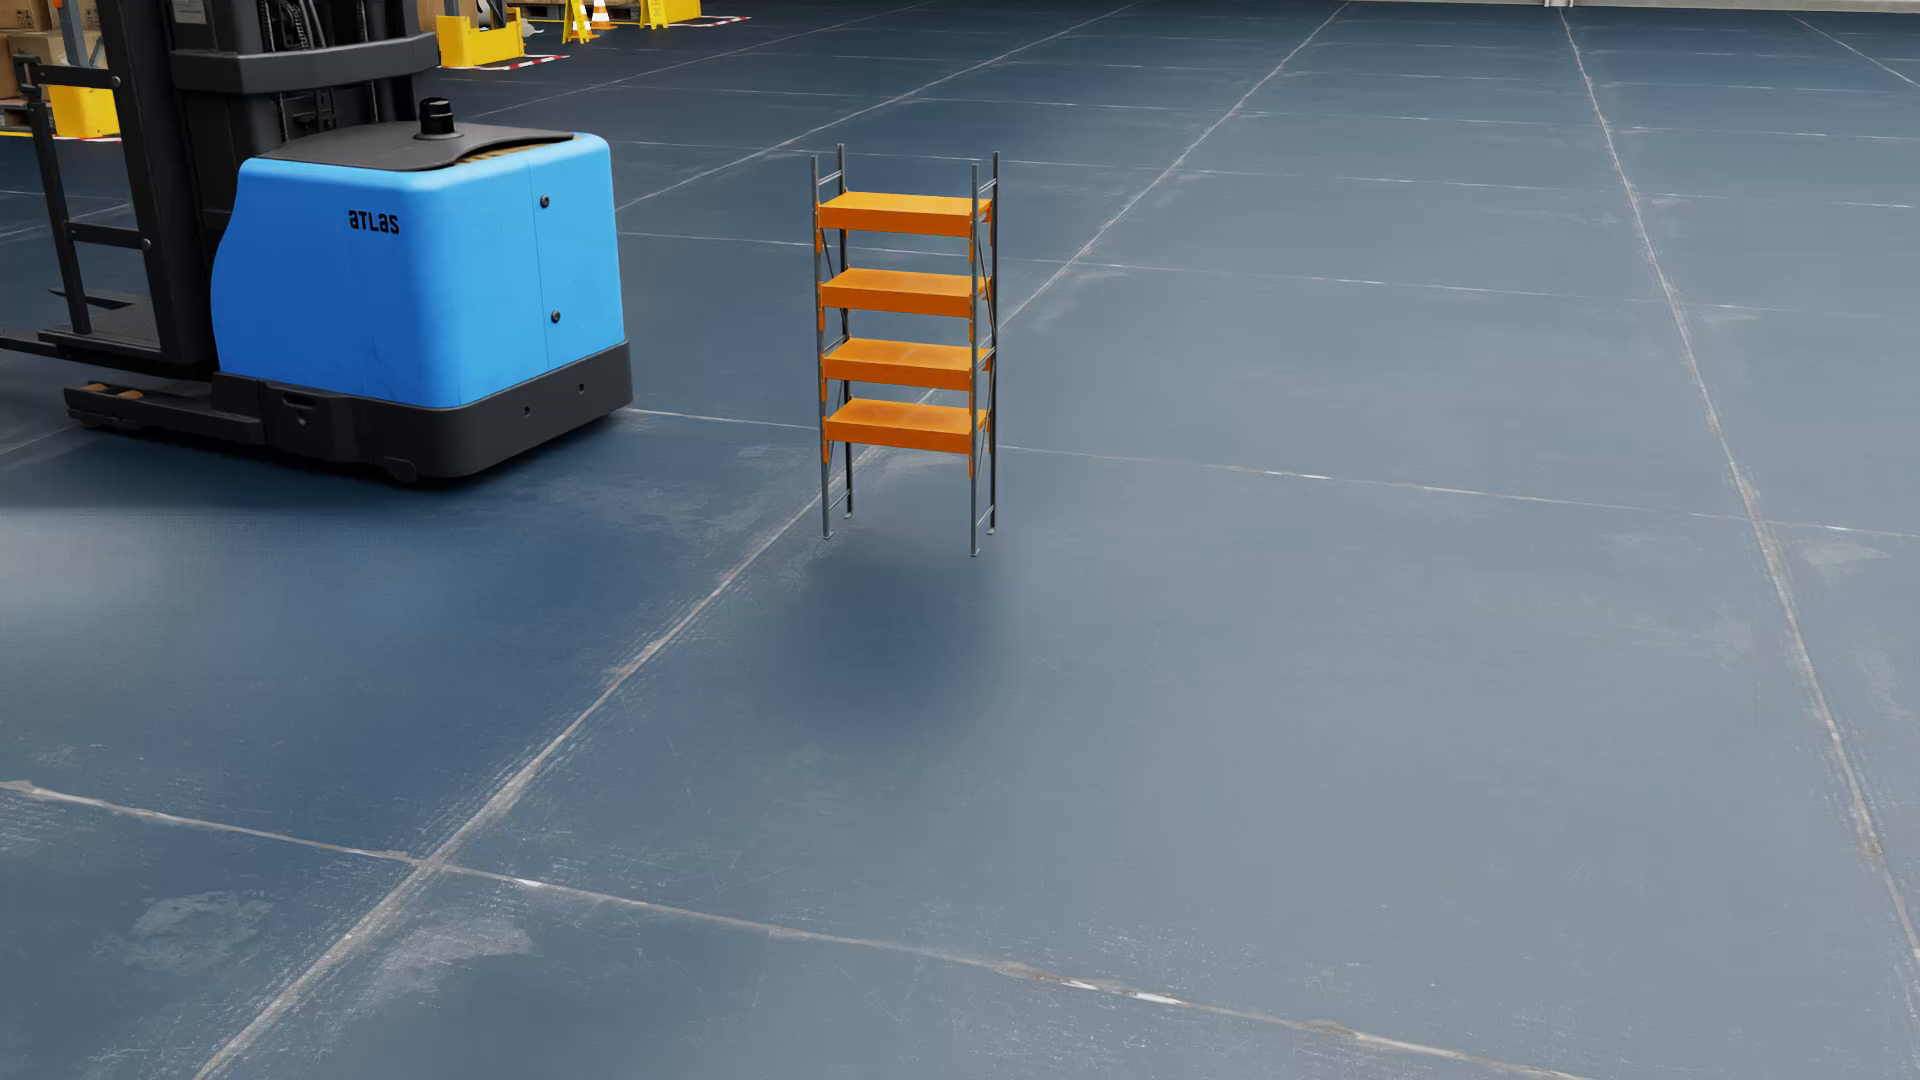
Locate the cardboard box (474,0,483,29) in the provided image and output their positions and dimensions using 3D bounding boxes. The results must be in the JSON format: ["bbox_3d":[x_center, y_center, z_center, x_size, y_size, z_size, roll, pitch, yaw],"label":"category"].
[{"bbox_3d":[-6.178,-6.423,20.266,0.637,0.503,0.797,-9,24,-21],"label":"cardboard box"}]

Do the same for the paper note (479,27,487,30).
[{"bbox_3d":[-6.015,-6.455,20.980,0.142,0.019,0.148,16,27,34],"label":"paper note"}]

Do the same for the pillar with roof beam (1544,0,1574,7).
[{"bbox_3d":[7.504,-10.409,18.789,0.400,9.000,9.100,7,23,16],"label":"pillar with roof beam"}]

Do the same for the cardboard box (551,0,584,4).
[{"bbox_3d":[-5.110,-7.278,22.131,0.500,0.250,0.500,7,23,16],"label":"cardboard box"}]

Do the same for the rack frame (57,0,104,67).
[{"bbox_3d":[-6.627,-4.705,12.788,0.127,3.000,1.000,7,23,16],"label":"rack frame"}]

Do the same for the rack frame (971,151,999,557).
[{"bbox_3d":[0.075,-0.547,5.021,0.015,1.200,0.240,7,23,16],"label":"rack frame"}]

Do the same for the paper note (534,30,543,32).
[{"bbox_3d":[-5.245,-6.312,20.618,0.142,0.019,0.148,-1,22,-3],"label":"paper note"}]

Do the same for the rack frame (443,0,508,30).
[{"bbox_3d":[-5.098,-6.496,17.154,0.127,3.000,1.000,7,23,16],"label":"rack frame"}]

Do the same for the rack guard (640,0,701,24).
[{"bbox_3d":[-3.837,-7.157,22.060,0.348,0.500,1.175,7,23,16],"label":"rack guard"}]

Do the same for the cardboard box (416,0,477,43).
[{"bbox_3d":[-5.766,-5.758,17.600,0.875,0.875,0.875,7,23,16],"label":"cardboard box"}]

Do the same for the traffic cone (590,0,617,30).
[{"bbox_3d":[-4.549,-6.710,21.019,0.334,0.463,0.336,7,23,16],"label":"traffic cone"}]

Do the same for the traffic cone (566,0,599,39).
[{"bbox_3d":[-4.544,-6.270,19.945,0.334,0.463,0.336,7,23,16],"label":"traffic cone"}]

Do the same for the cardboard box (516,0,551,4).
[{"bbox_3d":[-5.612,-7.334,22.266,0.500,0.250,0.500,6,23,14],"label":"cardboard box"}]

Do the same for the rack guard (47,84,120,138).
[{"bbox_3d":[-6.700,-3.557,13.282,0.348,0.500,1.175,7,23,16],"label":"rack guard"}]

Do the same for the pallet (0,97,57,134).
[{"bbox_3d":[-7.468,-3.525,13.586,1.213,0.211,1.003,7,23,16],"label":"pallet"}]

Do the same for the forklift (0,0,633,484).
[{"bbox_3d":[-2.809,-1.915,6.076,3.031,2.935,1.130,11,25,24],"label":"forklift"}]

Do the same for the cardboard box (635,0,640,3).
[{"bbox_3d":[-4.457,-7.417,22.468,0.500,0.250,0.500,6,23,15],"label":"cardboard box"}]

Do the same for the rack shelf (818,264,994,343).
[{"bbox_3d":[-0.158,-0.718,5.027,0.480,0.148,0.258,7,23,16],"label":"rack shelf"}]

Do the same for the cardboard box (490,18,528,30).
[{"bbox_3d":[-5.602,-6.396,20.667,0.380,0.149,0.250,-20,29,-39],"label":"cardboard box"}]

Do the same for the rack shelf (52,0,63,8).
[{"bbox_3d":[-8.542,-4.591,13.459,4.000,0.370,1.077,7,23,16],"label":"rack shelf"}]

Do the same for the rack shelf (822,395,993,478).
[{"bbox_3d":[-0.158,-0.327,5.187,0.480,0.148,0.258,7,23,16],"label":"rack shelf"}]

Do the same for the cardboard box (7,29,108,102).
[{"bbox_3d":[-7.220,-3.817,13.364,0.500,0.500,0.500,11,25,25],"label":"cardboard box"}]

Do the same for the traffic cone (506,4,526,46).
[{"bbox_3d":[-5.196,-5.896,19.035,0.334,0.463,0.336,7,23,16],"label":"traffic cone"}]

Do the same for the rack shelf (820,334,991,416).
[{"bbox_3d":[-0.158,-0.511,5.112,0.480,0.148,0.258,7,23,16],"label":"rack shelf"}]

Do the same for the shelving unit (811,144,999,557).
[{"bbox_3d":[-0.158,-0.573,5.087,0.503,1.200,0.258,7,23,16],"label":"shelving unit"}]

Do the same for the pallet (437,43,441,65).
[{"bbox_3d":[-5.886,-5.265,17.828,1.213,0.211,1.003,7,23,15],"label":"pallet"}]

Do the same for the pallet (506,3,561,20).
[{"bbox_3d":[-5.769,-7.260,22.691,1.213,0.211,1.003,7,23,16],"label":"pallet"}]

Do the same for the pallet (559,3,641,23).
[{"bbox_3d":[-4.605,-7.126,22.363,1.213,0.211,1.003,7,23,16],"label":"pallet"}]

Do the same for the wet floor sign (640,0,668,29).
[{"bbox_3d":[-3.892,-6.807,21.014,0.232,0.644,0.267,16,27,34],"label":"wet floor sign"}]

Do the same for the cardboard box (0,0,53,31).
[{"bbox_3d":[-10.470,-6.230,18.918,0.750,0.750,1.050,7,23,15],"label":"cardboard box"}]

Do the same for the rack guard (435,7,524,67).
[{"bbox_3d":[-5.075,-5.337,17.622,0.348,0.500,1.175,7,23,16],"label":"rack guard"}]

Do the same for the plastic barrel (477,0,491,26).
[{"bbox_3d":[-6.179,-6.790,21.265,0.512,0.421,0.421,-14,26,-30],"label":"plastic barrel"}]

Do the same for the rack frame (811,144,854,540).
[{"bbox_3d":[-0.392,-0.600,5.152,0.015,1.200,0.240,7,23,16],"label":"rack frame"}]

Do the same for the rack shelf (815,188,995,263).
[{"bbox_3d":[-0.158,-0.937,4.937,0.480,0.148,0.258,7,23,16],"label":"rack shelf"}]

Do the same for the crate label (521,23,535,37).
[{"bbox_3d":[-5.315,-6.183,20.162,0.298,0.136,0.250,-5,23,-12],"label":"crate label"}]

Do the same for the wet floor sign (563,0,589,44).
[{"bbox_3d":[-4.498,-6.123,19.347,0.232,0.644,0.267,3,22,6],"label":"wet floor sign"}]

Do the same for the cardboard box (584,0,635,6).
[{"bbox_3d":[-4.639,-7.221,21.992,0.500,0.250,0.500,6,23,15],"label":"cardboard box"}]

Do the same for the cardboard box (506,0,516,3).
[{"bbox_3d":[-6.084,-7.392,22.408,0.500,0.250,0.500,6,23,15],"label":"cardboard box"}]

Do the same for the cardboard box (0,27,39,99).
[{"bbox_3d":[-7.802,-3.870,13.493,0.500,0.500,0.500,13,26,29],"label":"cardboard box"}]

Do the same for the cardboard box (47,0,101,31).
[{"bbox_3d":[-9.548,-6.123,18.656,0.750,0.750,1.050,6,23,15],"label":"cardboard box"}]
